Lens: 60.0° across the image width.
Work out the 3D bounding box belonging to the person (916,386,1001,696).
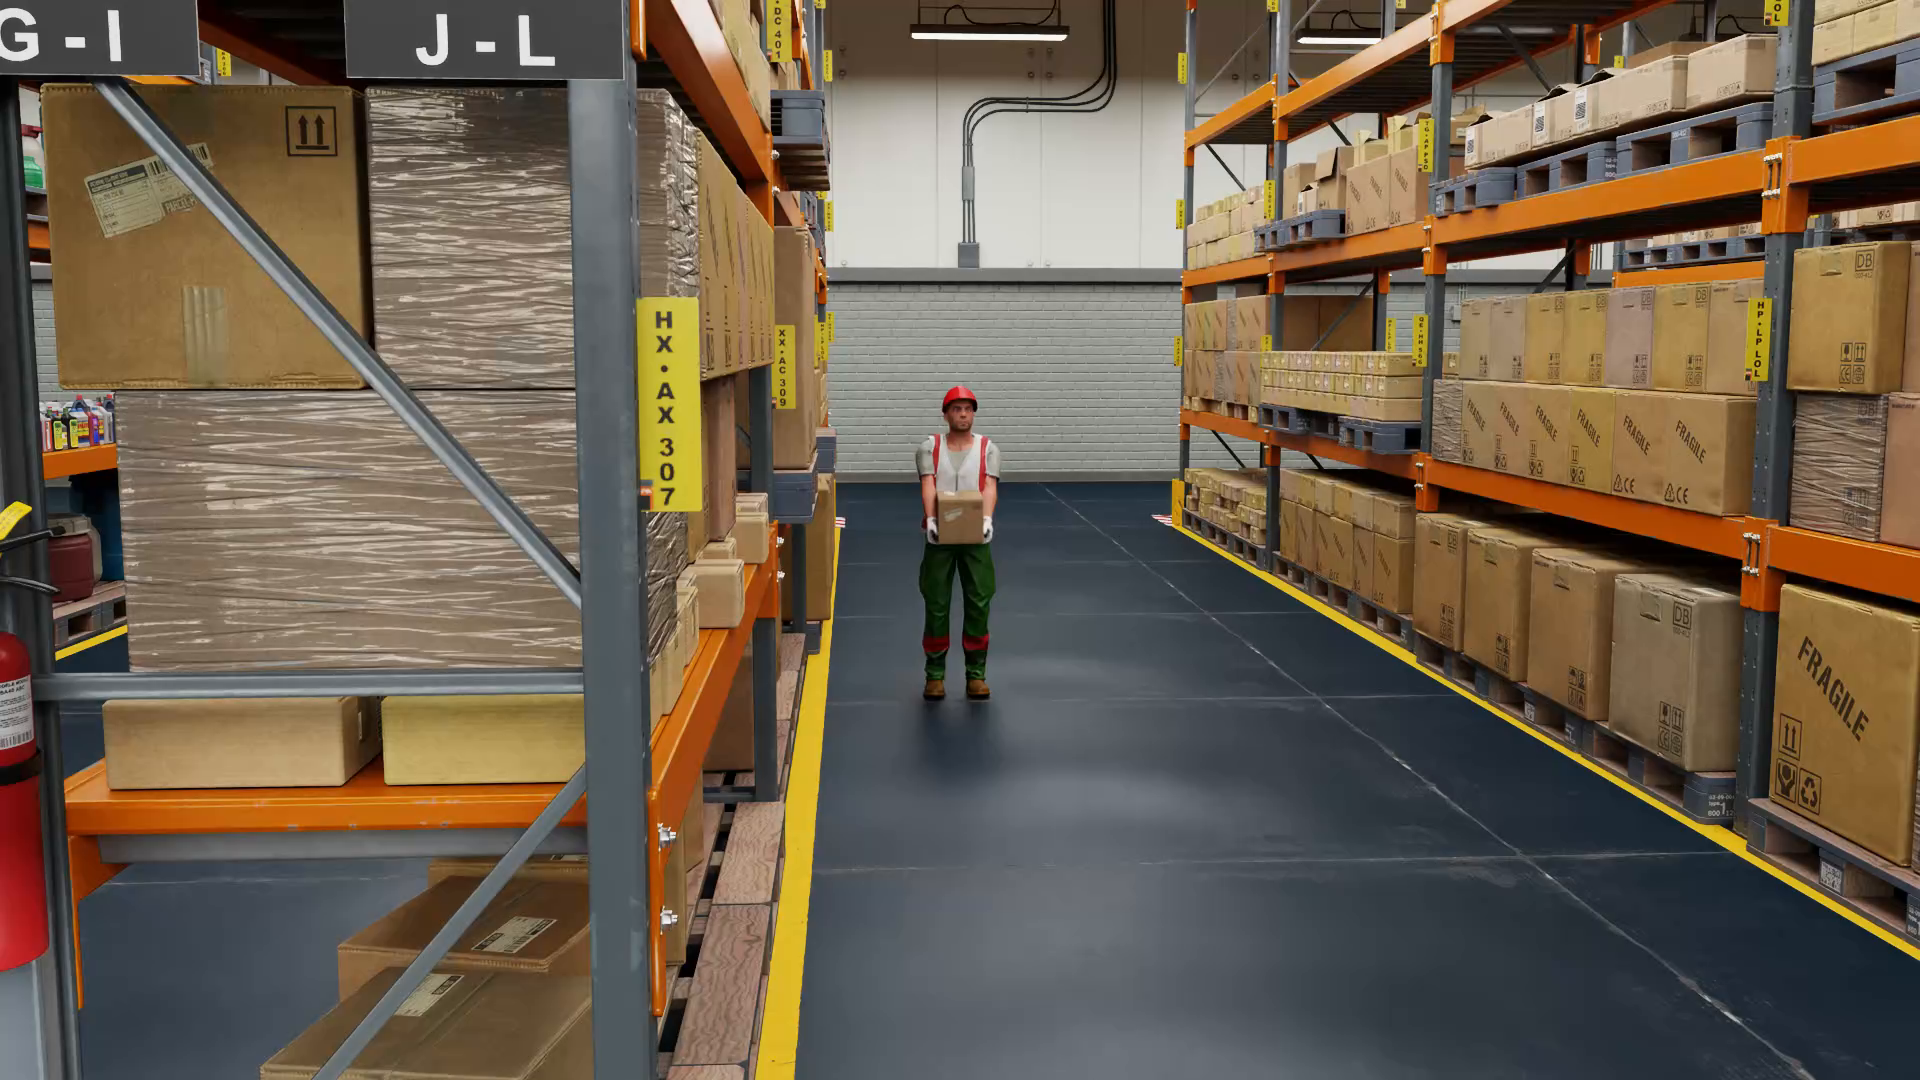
[{"bbox_3d":[0.000,0.019,9.500,0.494,1.783,0.572,0,7,-4],"label":"person"}]
